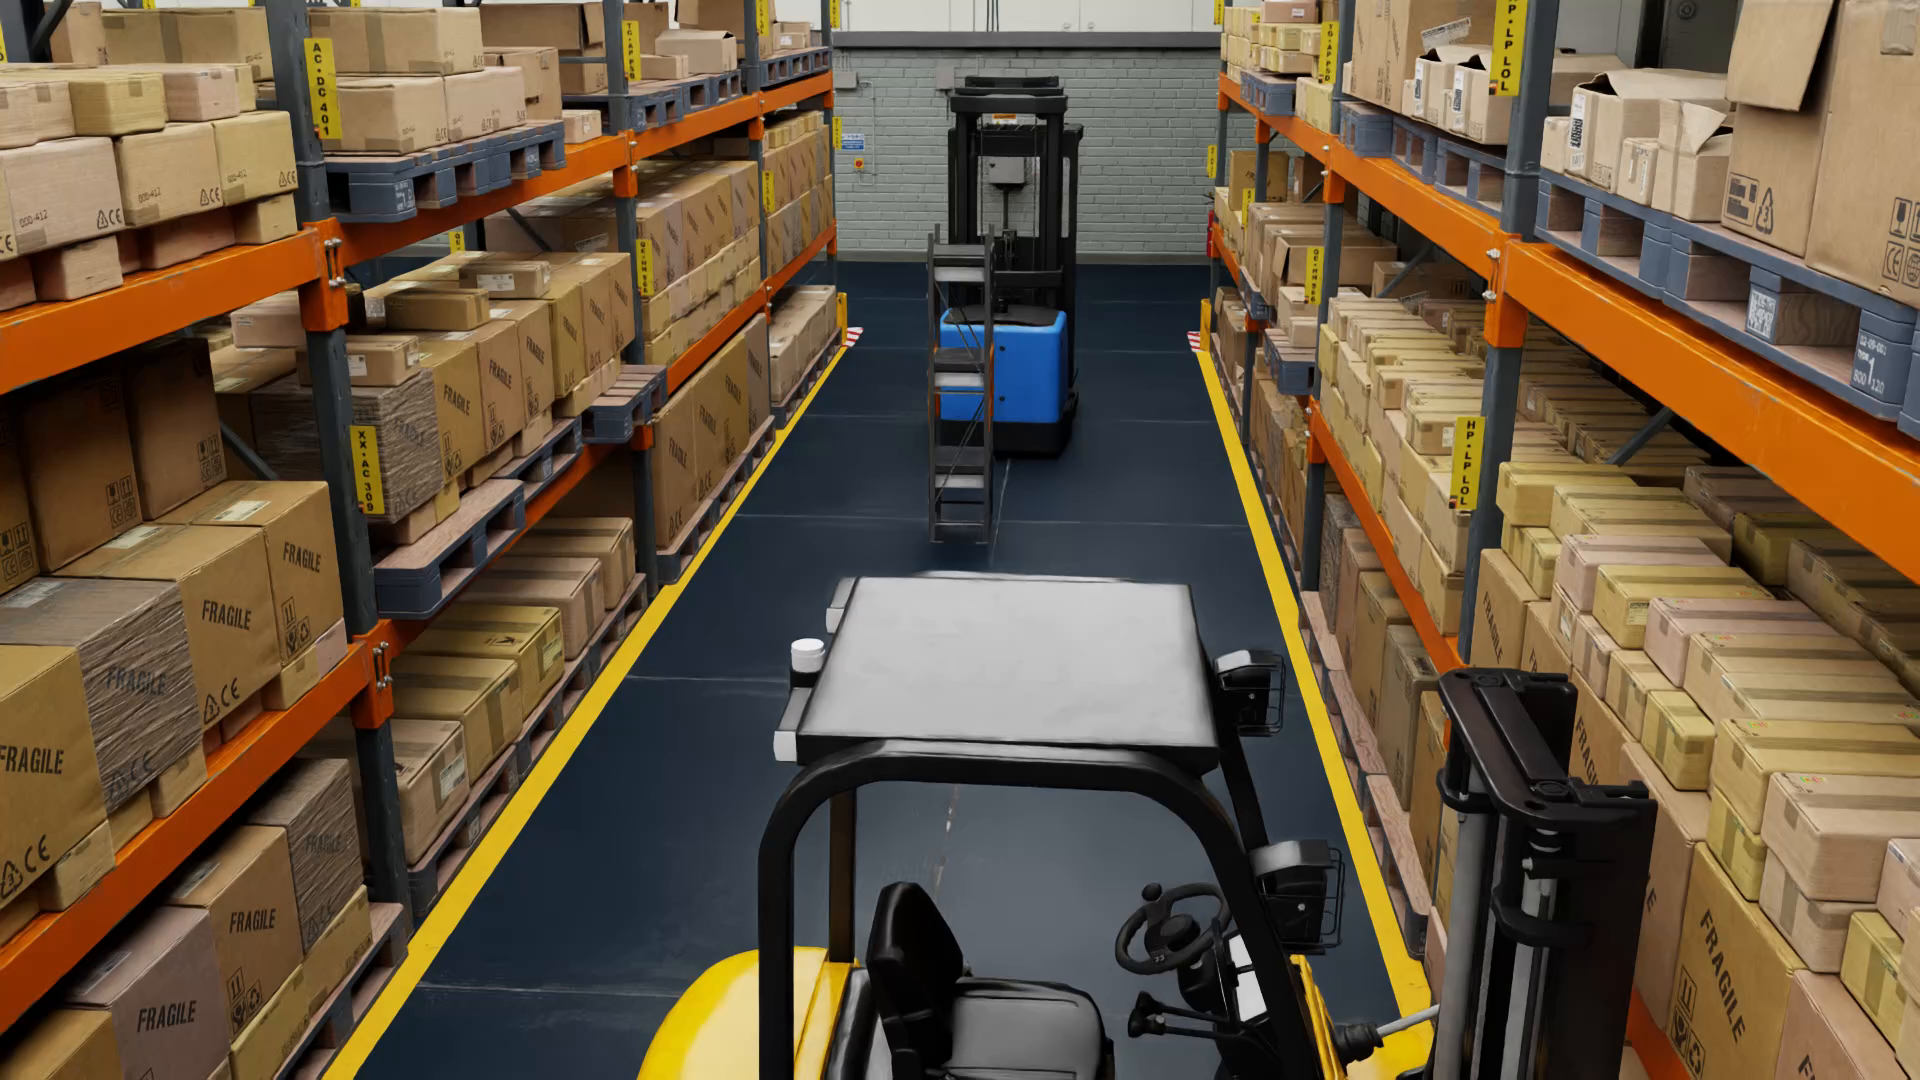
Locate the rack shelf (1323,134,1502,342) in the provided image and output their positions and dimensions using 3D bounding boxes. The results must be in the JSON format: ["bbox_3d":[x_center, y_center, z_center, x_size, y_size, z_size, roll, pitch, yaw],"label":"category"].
[{"bbox_3d":[2.417,-1.444,7.352,1.077,0.370,4.000,1,18,4],"label":"rack shelf"}]

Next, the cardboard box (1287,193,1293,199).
[{"bbox_3d":[3.327,-3.228,16.219,0.500,0.250,0.500,1,18,4],"label":"cardboard box"}]

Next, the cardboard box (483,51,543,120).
[{"bbox_3d":[-2.472,-2.092,8.006,0.797,0.503,0.637,1,18,4],"label":"cardboard box"}]

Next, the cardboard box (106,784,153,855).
[{"bbox_3d":[-2.514,0.771,4.656,0.380,0.149,0.250,1,18,3],"label":"cardboard box"}]

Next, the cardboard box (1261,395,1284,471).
[{"bbox_3d":[2.520,-0.770,12.296,0.500,0.500,0.500,1,18,2],"label":"cardboard box"}]

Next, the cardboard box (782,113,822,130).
[{"bbox_3d":[-1.572,-4.130,16.401,0.380,0.149,0.250,1,18,3],"label":"cardboard box"}]

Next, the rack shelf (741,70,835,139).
[{"bbox_3d":[-1.961,-4.039,15.269,1.077,0.370,4.000,1,18,4],"label":"rack shelf"}]

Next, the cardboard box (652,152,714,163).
[{"bbox_3d":[-2.346,-3.009,14.023,0.500,0.500,0.500,1,18,3],"label":"cardboard box"}]

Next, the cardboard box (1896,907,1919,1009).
[{"bbox_3d":[1.781,0.731,2.696,0.380,0.149,0.250,2,18,5],"label":"cardboard box"}]

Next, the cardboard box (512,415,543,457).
[{"bbox_3d":[-2.202,-0.498,7.855,0.380,0.149,0.250,2,18,6],"label":"cardboard box"}]

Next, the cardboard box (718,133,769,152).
[{"bbox_3d":[-1.820,-3.337,13.981,0.380,0.149,0.250,2,18,5],"label":"cardboard box"}]

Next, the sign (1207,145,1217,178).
[{"bbox_3d":[2.593,-3.890,17.087,0.100,0.325,0.005,1,18,4],"label":"sign"}]

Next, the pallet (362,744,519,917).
[{"bbox_3d":[-2.623,1.234,7.318,1.003,0.211,1.213,1,18,4],"label":"pallet"}]

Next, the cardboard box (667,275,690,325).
[{"bbox_3d":[-2.070,-1.570,10.836,0.500,0.250,0.500,2,18,5],"label":"cardboard box"}]

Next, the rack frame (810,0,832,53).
[{"bbox_3d":[-1.817,-6.427,16.585,1.000,3.000,0.127,1,18,4],"label":"rack frame"}]

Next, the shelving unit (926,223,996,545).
[{"bbox_3d":[0.012,-1.049,11.253,0.431,2.100,0.503,1,18,4],"label":"shelving unit"}]

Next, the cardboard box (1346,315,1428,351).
[{"bbox_3d":[2.233,-1.082,8.705,0.380,0.149,0.250,2,18,5],"label":"cardboard box"}]

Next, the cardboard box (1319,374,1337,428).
[{"bbox_3d":[2.285,-0.778,9.222,0.500,0.250,0.500,1,18,4],"label":"cardboard box"}]

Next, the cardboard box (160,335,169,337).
[{"bbox_3d":[-7.304,-1.737,14.855,0.380,0.149,0.250,2,18,5],"label":"cardboard box"}]

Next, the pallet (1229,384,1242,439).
[{"bbox_3d":[2.897,-1.112,14.479,1.003,0.211,1.213,1,18,4],"label":"pallet"}]

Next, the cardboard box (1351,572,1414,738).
[{"bbox_3d":[2.415,0.553,8.058,0.875,0.625,0.625,1,18,2],"label":"cardboard box"}]

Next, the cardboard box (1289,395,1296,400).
[{"bbox_3d":[2.535,-0.947,11.795,0.380,0.149,0.250,1,18,4],"label":"cardboard box"}]

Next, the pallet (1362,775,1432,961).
[{"bbox_3d":[2.288,1.356,6.946,1.003,0.211,1.213,1,18,4],"label":"pallet"}]

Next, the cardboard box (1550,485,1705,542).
[{"bbox_3d":[2.044,-0.061,5.111,0.380,0.149,0.250,2,18,5],"label":"cardboard box"}]

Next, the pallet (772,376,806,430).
[{"bbox_3d":[-1.971,-1.243,14.878,1.003,0.211,1.213,1,18,4],"label":"pallet"}]

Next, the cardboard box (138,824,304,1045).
[{"bbox_3d":[-2.487,1.249,5.330,0.500,0.500,0.500,2,18,5],"label":"cardboard box"}]

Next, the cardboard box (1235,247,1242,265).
[{"bbox_3d":[2.646,-2.533,14.739,0.380,0.149,0.250,1,18,3],"label":"cardboard box"}]

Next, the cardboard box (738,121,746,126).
[{"bbox_3d":[-2.227,-3.900,15.701,0.380,0.149,0.250,1,18,4],"label":"cardboard box"}]

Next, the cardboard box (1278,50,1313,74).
[{"bbox_3d":[2.344,-3.215,11.170,0.380,0.149,0.250,2,18,5],"label":"cardboard box"}]

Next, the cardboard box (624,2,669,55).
[{"bbox_3d":[-2.456,-3.739,12.365,0.500,0.500,0.500,1,18,3],"label":"cardboard box"}]

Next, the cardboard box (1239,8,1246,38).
[{"bbox_3d":[2.748,-4.595,14.772,0.500,0.250,0.500,2,18,5],"label":"cardboard box"}]

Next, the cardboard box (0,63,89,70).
[{"bbox_3d":[-3.026,-1.444,5.317,0.380,0.149,0.250,1,18,3],"label":"cardboard box"}]

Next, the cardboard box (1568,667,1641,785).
[{"bbox_3d":[1.925,0.664,4.418,0.500,0.500,0.500,1,18,3],"label":"cardboard box"}]

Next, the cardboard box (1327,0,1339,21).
[{"bbox_3d":[2.908,-3.936,12.226,0.396,0.266,0.258,1,18,4],"label":"cardboard box"}]

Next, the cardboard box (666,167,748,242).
[{"bbox_3d":[-1.915,-2.551,12.625,0.500,0.500,0.500,2,18,5],"label":"cardboard box"}]

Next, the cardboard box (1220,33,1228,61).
[{"bbox_3d":[2.829,-4.830,16.293,0.500,0.250,0.500,1,18,3],"label":"cardboard box"}]

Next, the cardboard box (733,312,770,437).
[{"bbox_3d":[-2.069,-1.329,13.401,0.875,0.875,0.875,2,18,6],"label":"cardboard box"}]

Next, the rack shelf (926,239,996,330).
[{"bbox_3d":[0.012,-1.701,11.039,0.431,0.518,0.480,1,18,4],"label":"rack shelf"}]

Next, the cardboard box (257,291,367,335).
[{"bbox_3d":[-2.837,-0.994,7.286,0.380,0.149,0.250,1,18,2],"label":"cardboard box"}]

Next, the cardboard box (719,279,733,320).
[{"bbox_3d":[-1.978,-1.803,12.350,0.500,0.250,0.500,1,18,2],"label":"cardboard box"}]

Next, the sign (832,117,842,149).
[{"bbox_3d":[-1.277,-4.223,17.252,0.100,0.325,0.005,1,18,4],"label":"sign"}]

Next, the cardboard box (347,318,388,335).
[{"bbox_3d":[-2.796,-0.700,7.431,0.500,0.500,0.500,2,18,6],"label":"cardboard box"}]

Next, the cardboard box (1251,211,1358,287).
[{"bbox_3d":[2.552,-2.165,12.379,0.700,0.500,0.500,1,18,5],"label":"cardboard box"}]

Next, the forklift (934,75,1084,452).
[{"bbox_3d":[0.476,-2.514,14.387,1.130,2.935,3.031,2,18,7],"label":"forklift"}]

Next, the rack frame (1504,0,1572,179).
[{"bbox_3d":[2.274,-2.590,4.877,1.000,3.000,0.127,1,18,4],"label":"rack frame"}]

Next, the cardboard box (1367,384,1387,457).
[{"bbox_3d":[2.181,-0.539,7.689,0.500,0.250,0.500,2,18,5],"label":"cardboard box"}]

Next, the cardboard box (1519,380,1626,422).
[{"bbox_3d":[2.657,-0.594,7.218,0.380,0.149,0.250,1,18,3],"label":"cardboard box"}]

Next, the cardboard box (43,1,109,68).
[{"bbox_3d":[-7.185,-3.970,13.070,0.700,0.500,0.500,1,18,4],"label":"cardboard box"}]

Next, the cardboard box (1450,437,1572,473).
[{"bbox_3d":[2.077,-0.287,6.279,0.380,0.149,0.250,1,18,3],"label":"cardboard box"}]

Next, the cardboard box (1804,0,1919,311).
[{"bbox_3d":[1.949,-0.676,2.856,0.700,0.500,0.500,1,18,4],"label":"cardboard box"}]

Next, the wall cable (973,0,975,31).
[{"bbox_3d":[-0.940,-8.182,21.942,2.355,3.000,0.029,1,18,4],"label":"wall cable"}]

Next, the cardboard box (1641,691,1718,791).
[{"bbox_3d":[1.858,0.478,3.946,0.380,0.149,0.250,1,18,3],"label":"cardboard box"}]

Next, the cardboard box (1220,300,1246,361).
[{"bbox_3d":[2.895,-2.026,16.128,0.700,0.500,0.500,2,18,6],"label":"cardboard box"}]

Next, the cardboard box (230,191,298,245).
[{"bbox_3d":[-2.395,-1.050,5.397,0.380,0.149,0.250,1,18,4],"label":"cardboard box"}]
